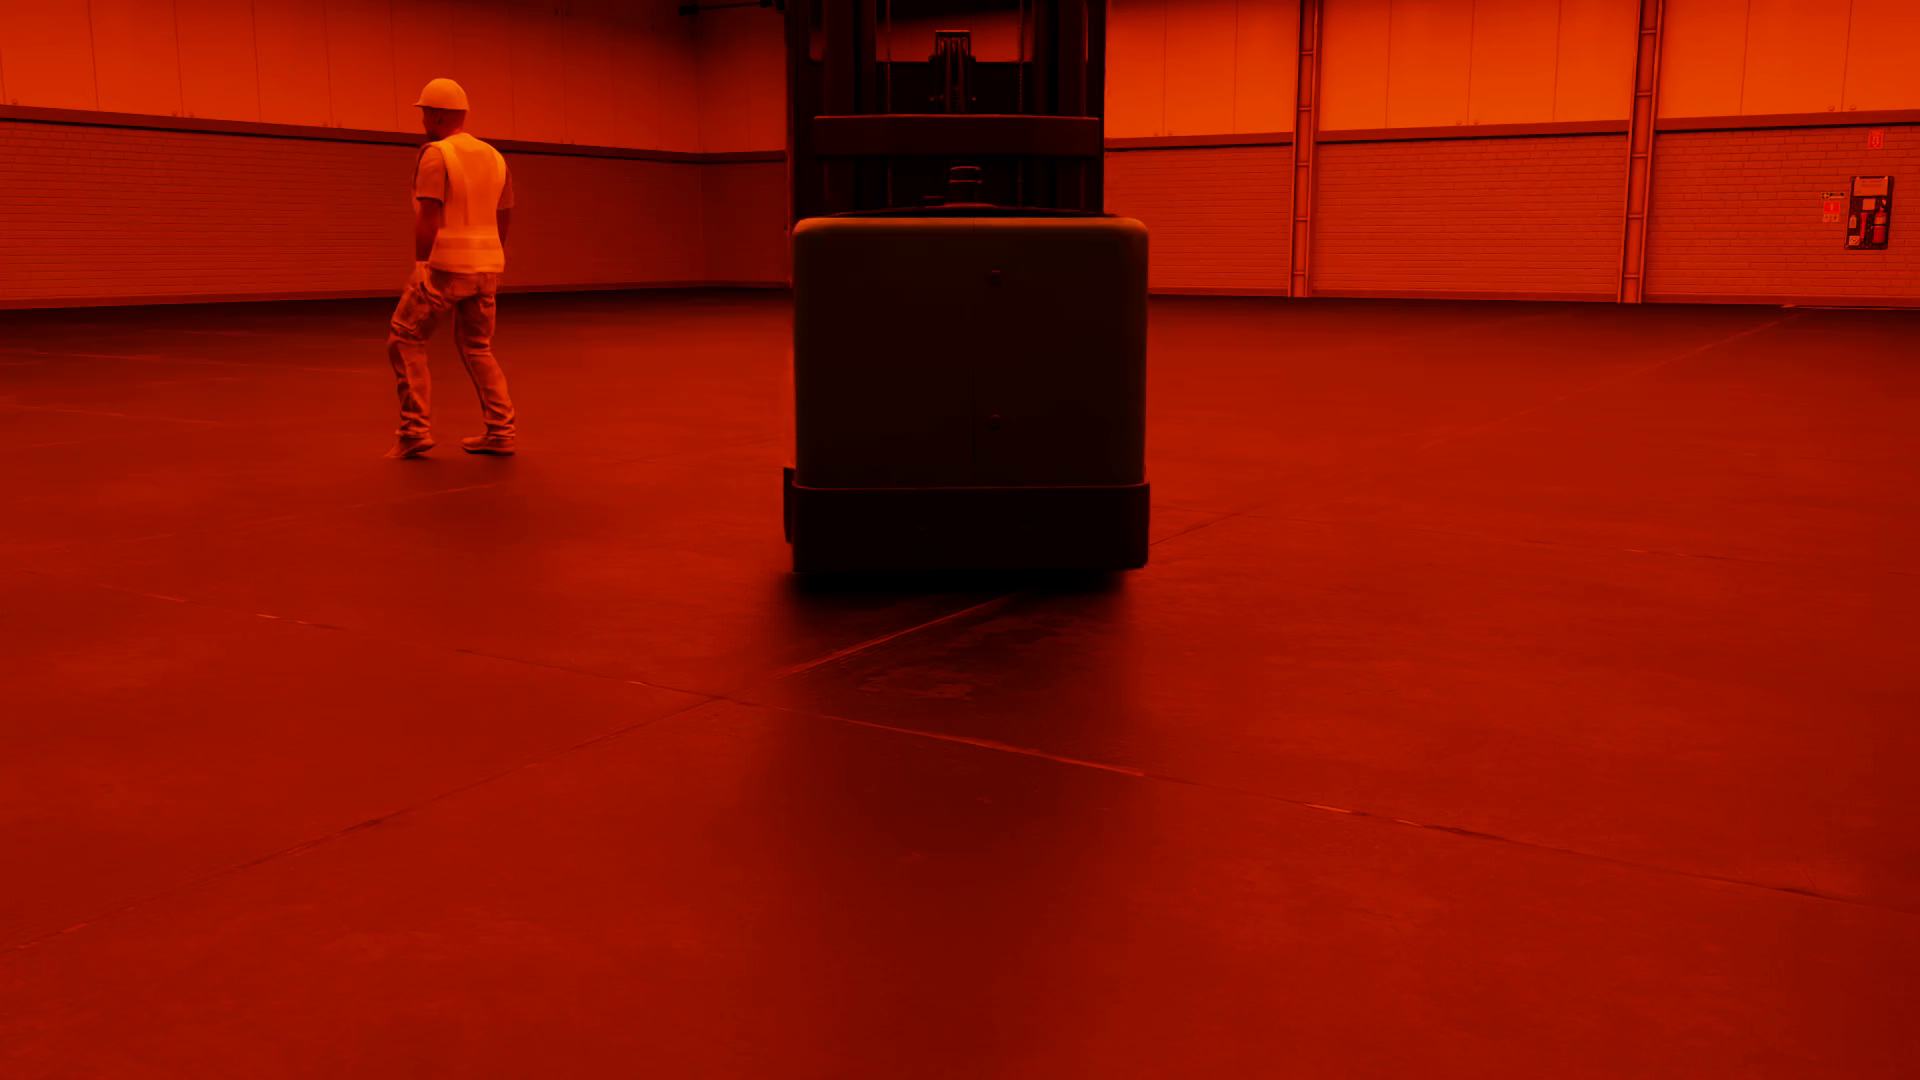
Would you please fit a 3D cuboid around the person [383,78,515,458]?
[{"bbox_3d":[-2.445,-1.262,7.946,0.527,1.824,0.654,4,11,23],"label":"person"}]

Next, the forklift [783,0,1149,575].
[{"bbox_3d":[-0.057,-1.551,6.059,1.130,2.935,3.031,-1,10,-4],"label":"forklift"}]
